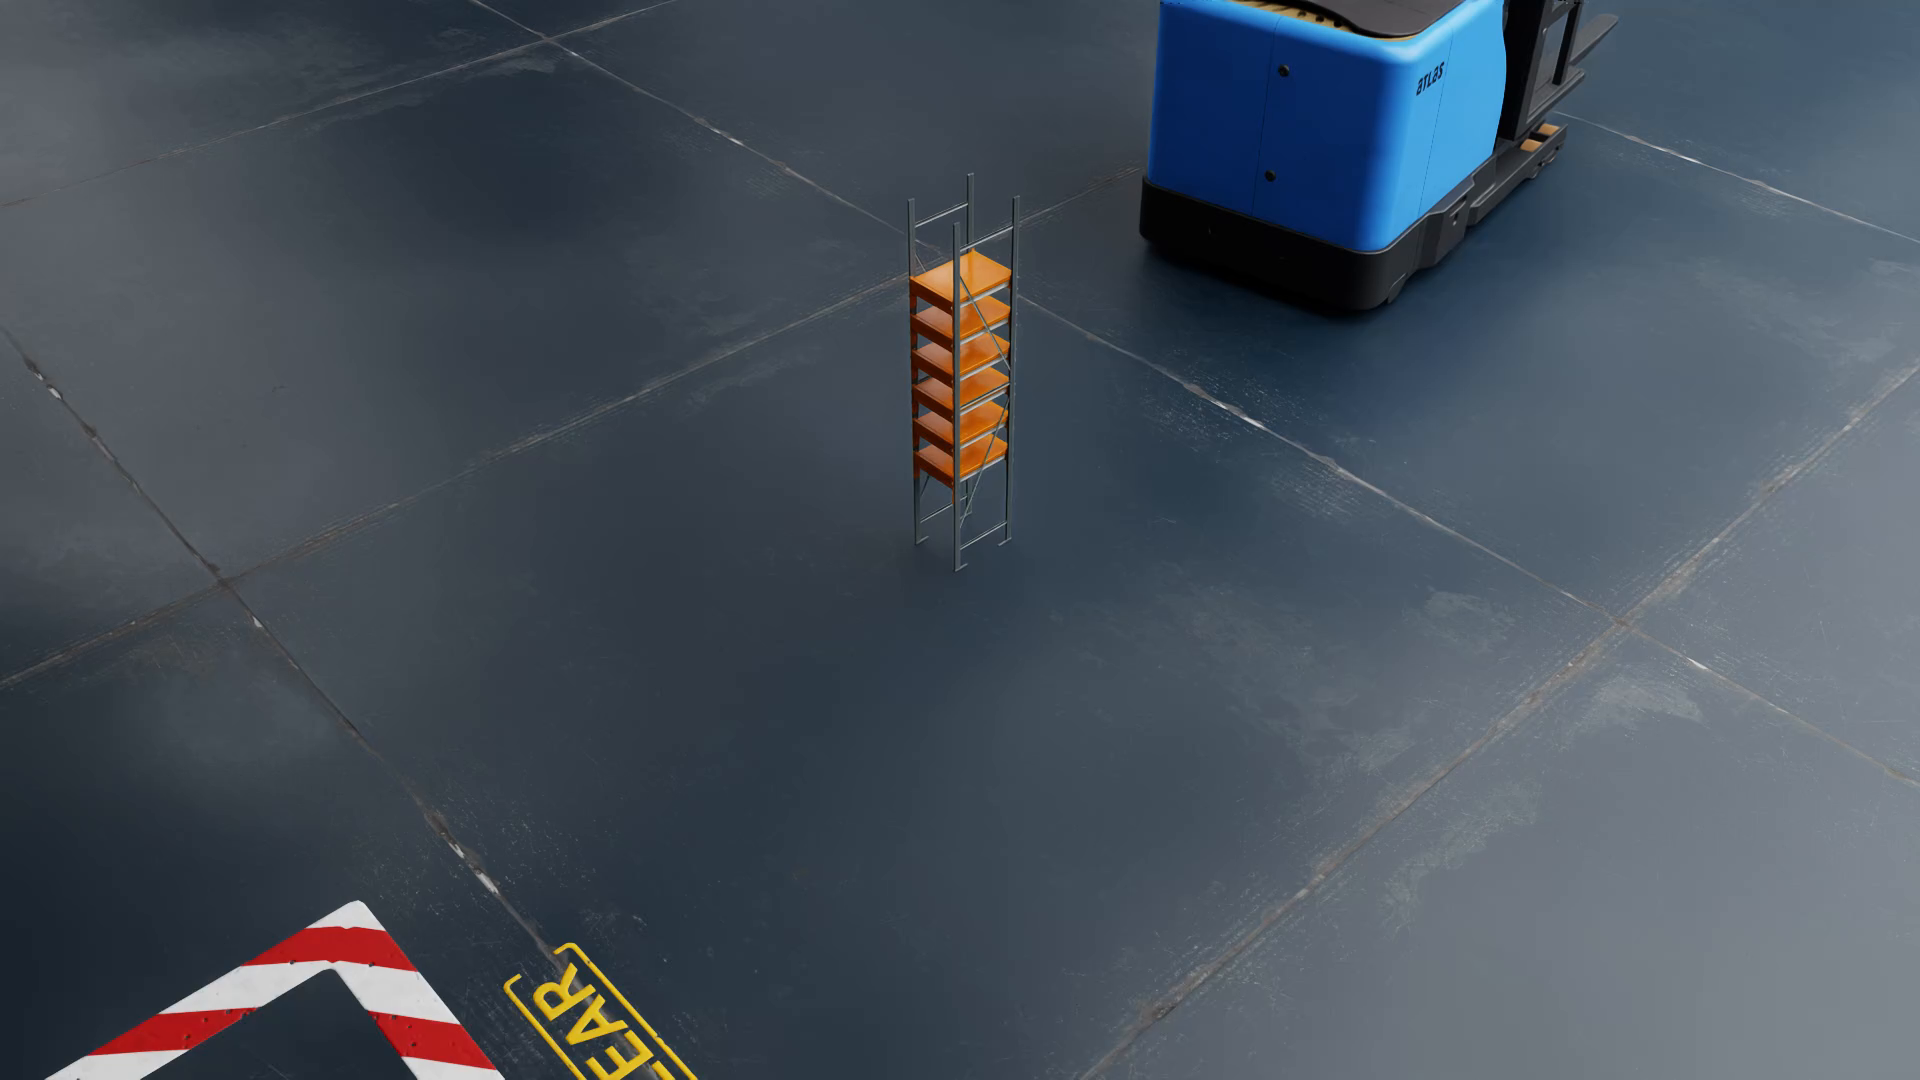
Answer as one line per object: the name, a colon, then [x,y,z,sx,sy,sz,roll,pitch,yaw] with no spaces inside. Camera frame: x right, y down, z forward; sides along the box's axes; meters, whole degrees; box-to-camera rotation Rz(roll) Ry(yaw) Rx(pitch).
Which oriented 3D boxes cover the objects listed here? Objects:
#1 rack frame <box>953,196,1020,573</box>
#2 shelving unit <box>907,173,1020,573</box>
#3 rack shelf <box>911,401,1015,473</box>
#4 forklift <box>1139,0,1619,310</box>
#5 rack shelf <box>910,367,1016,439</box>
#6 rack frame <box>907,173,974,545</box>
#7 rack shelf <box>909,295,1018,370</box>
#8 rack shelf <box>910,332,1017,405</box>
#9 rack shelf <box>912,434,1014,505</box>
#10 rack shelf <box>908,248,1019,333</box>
rack frame: [0.072,-0.418,4.833,0.240,1.200,0.006,-30,48,-32]
shelving unit: [0.010,-0.460,4.886,0.258,1.200,0.189,-30,48,-32]
rack shelf: [0.010,-0.332,4.989,0.258,0.103,0.180,-30,48,-32]
forklift: [2.011,-2.873,6.496,1.130,2.935,3.031,25,45,28]
rack shelf: [0.010,-0.426,4.914,0.258,0.103,0.180,-30,48,-32]
rack frame: [-0.052,-0.502,4.938,0.240,1.200,0.006,-30,48,-32]
rack shelf: [0.010,-0.612,4.763,0.258,0.103,0.180,-30,48,-32]
rack shelf: [0.010,-0.519,4.838,0.258,0.103,0.180,-30,48,-32]
rack shelf: [0.010,-0.239,5.064,0.258,0.103,0.180,-30,48,-32]
rack shelf: [0.010,-0.706,4.687,0.258,0.103,0.180,-30,48,-32]
